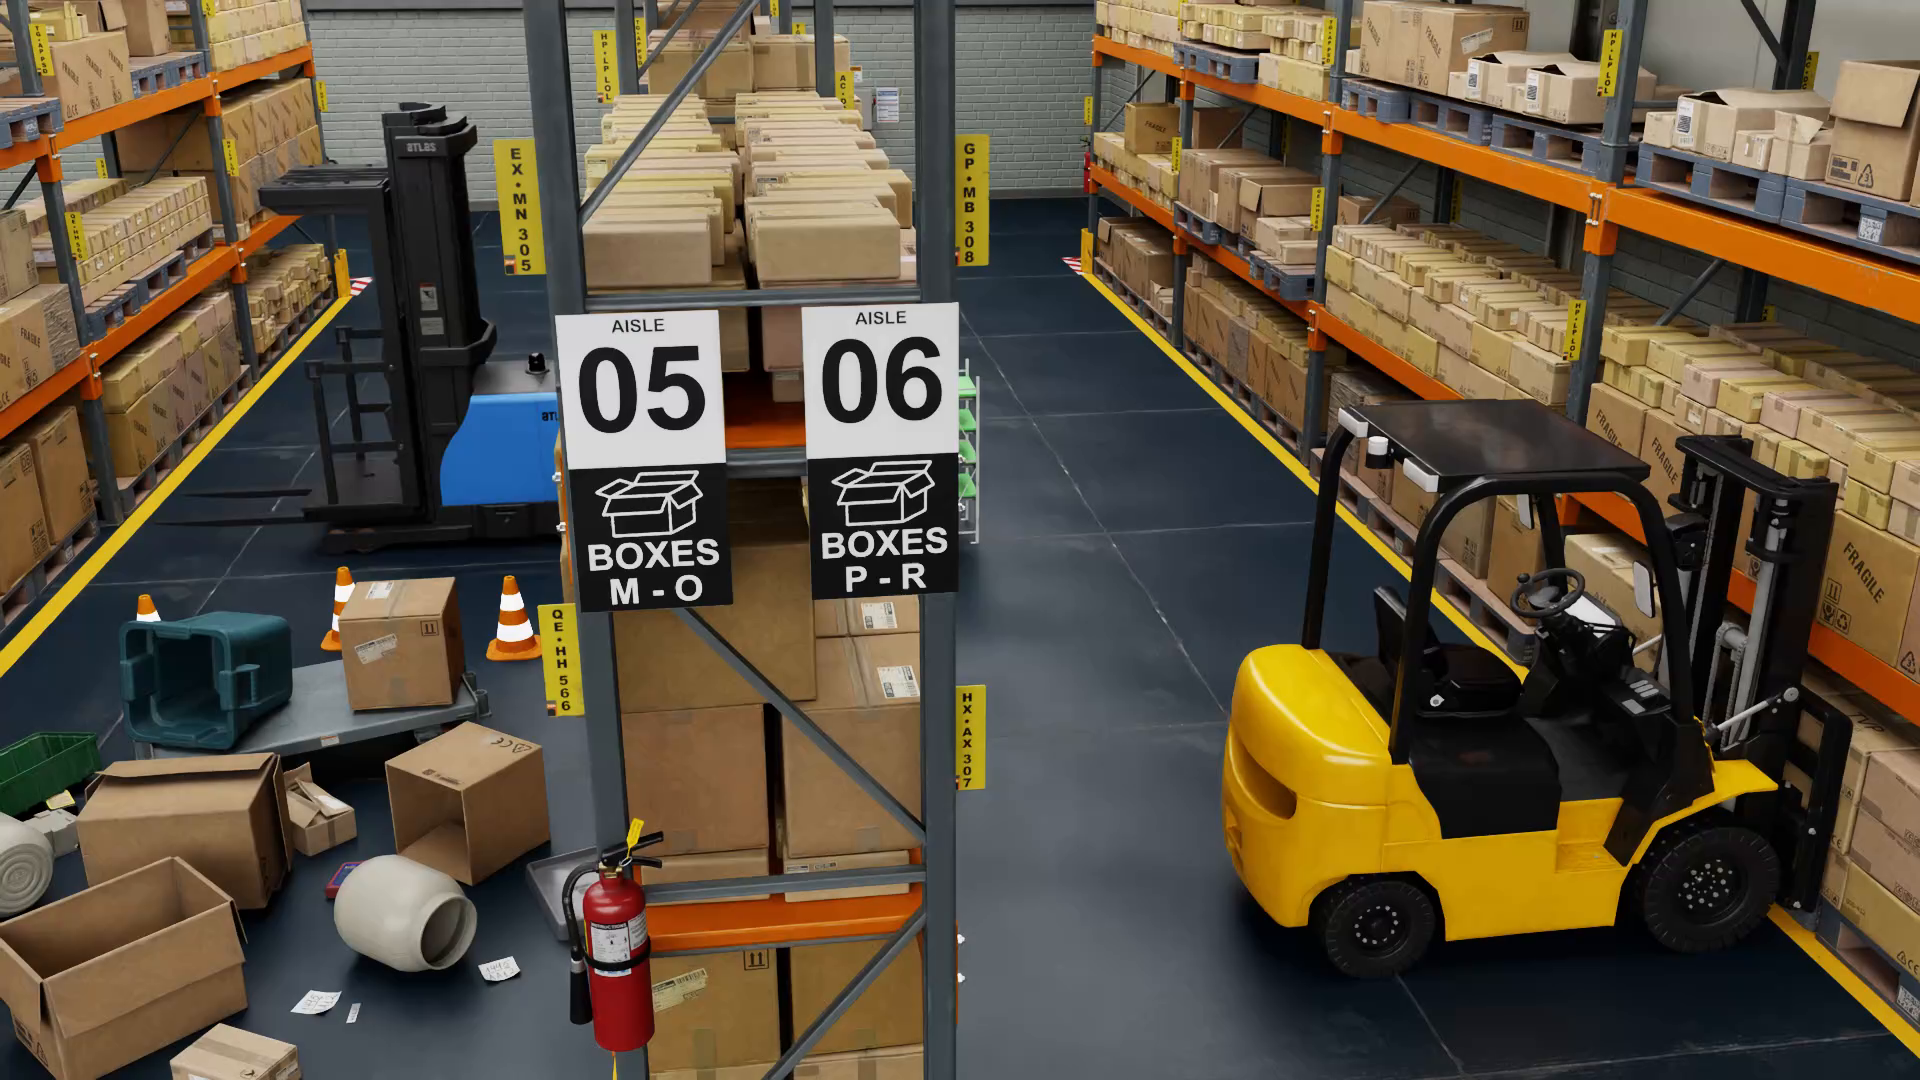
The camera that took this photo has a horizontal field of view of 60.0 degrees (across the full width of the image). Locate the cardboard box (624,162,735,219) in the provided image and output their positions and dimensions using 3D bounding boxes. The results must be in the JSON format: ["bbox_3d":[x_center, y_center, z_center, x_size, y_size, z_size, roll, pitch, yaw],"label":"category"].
[{"bbox_3d":[-0.923,-1.125,5.373,0.380,0.149,0.250,-3,21,-8],"label":"cardboard box"}]

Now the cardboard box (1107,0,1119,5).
[{"bbox_3d":[1.960,-6.164,18.720,0.500,0.250,0.500,-3,21,-8],"label":"cardboard box"}]

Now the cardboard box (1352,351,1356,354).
[{"bbox_3d":[3.465,-1.648,13.887,0.380,0.149,0.250,-2,21,-6],"label":"cardboard box"}]

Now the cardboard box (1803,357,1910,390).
[{"bbox_3d":[4.310,-0.775,8.009,0.380,0.149,0.250,-3,21,-9],"label":"cardboard box"}]

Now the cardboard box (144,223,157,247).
[{"bbox_3d":[-6.652,-2.427,13.262,0.380,0.149,0.250,-2,21,-6],"label":"cardboard box"}]

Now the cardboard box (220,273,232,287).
[{"bbox_3d":[-7.625,-2.667,17.193,0.380,0.149,0.250,-3,21,-8],"label":"cardboard box"}]

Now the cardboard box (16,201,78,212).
[{"bbox_3d":[-7.339,-2.628,13.374,0.380,0.149,0.250,-2,21,-6],"label":"cardboard box"}]

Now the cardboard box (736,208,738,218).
[{"bbox_3d":[-0.744,-1.316,7.026,0.380,0.149,0.250,-4,21,-10],"label":"cardboard box"}]

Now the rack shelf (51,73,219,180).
[{"bbox_3d":[-6.840,-3.253,12.880,1.077,0.370,4.000,-3,21,-8],"label":"rack shelf"}]

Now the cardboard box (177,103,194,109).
[{"bbox_3d":[-7.543,-3.860,15.766,0.500,0.500,0.500,-4,21,-9],"label":"cardboard box"}]

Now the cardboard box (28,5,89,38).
[{"bbox_3d":[-6.487,-3.722,11.870,0.396,0.266,0.258,-3,21,-8],"label":"cardboard box"}]

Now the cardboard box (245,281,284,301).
[{"bbox_3d":[-7.055,-2.512,16.778,0.380,0.149,0.250,-2,21,-7],"label":"cardboard box"}]

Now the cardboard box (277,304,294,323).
[{"bbox_3d":[-7.090,-2.328,17.137,0.380,0.149,0.250,-3,21,-9],"label":"cardboard box"}]

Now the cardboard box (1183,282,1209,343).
[{"bbox_3d":[2.514,-2.261,16.454,0.500,0.500,0.500,-2,21,-5],"label":"cardboard box"}]

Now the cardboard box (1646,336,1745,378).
[{"bbox_3d":[3.717,-0.923,8.406,0.380,0.149,0.250,-3,21,-7],"label":"cardboard box"}]

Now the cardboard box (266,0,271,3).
[{"bbox_3d":[-7.268,-5.562,16.964,0.380,0.149,0.250,-3,21,-9],"label":"cardboard box"}]

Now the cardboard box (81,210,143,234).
[{"bbox_3d":[-6.617,-2.475,12.964,0.380,0.149,0.250,-2,21,-6],"label":"cardboard box"}]

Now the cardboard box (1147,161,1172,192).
[{"bbox_3d":[2.265,-3.820,17.445,0.500,0.250,0.500,-3,21,-8],"label":"cardboard box"}]

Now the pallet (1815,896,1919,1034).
[{"bbox_3d":[4.245,1.785,6.636,1.003,0.211,1.213,-3,21,-8],"label":"pallet"}]

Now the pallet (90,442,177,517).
[{"bbox_3d":[-6.663,-0.457,12.637,1.003,0.211,1.213,-3,21,-8],"label":"pallet"}]

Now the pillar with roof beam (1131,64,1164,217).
[{"bbox_3d":[-1.666,-8.371,21.267,9.100,9.000,0.400,-3,21,-8],"label":"pillar with roof beam"}]

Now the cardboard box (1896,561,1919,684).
[{"bbox_3d":[4.000,0.357,6.330,0.500,0.500,0.500,-2,21,-6],"label":"cardboard box"}]

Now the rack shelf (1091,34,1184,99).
[{"bbox_3d":[2.379,-5.174,18.024,1.077,0.370,4.000,-3,21,-8],"label":"rack shelf"}]

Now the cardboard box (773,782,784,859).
[{"bbox_3d":[-0.409,0.896,5.390,0.380,0.149,0.250,-3,21,-7],"label":"cardboard box"}]

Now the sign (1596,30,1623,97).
[{"bbox_3d":[3.285,-2.408,8.400,0.100,0.325,0.005,-3,21,-8],"label":"sign"}]

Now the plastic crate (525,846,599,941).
[{"bbox_3d":[-1.676,1.560,7.424,0.402,0.080,0.583,-11,23,-26],"label":"plastic crate"}]

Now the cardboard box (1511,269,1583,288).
[{"bbox_3d":[3.808,-1.657,10.796,0.380,0.149,0.250,-3,21,-7],"label":"cardboard box"}]

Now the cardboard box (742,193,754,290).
[{"bbox_3d":[-0.485,-1.022,5.666,0.500,0.250,0.500,-2,21,-6],"label":"cardboard box"}]

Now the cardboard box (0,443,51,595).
[{"bbox_3d":[-6.423,-0.117,10.359,1.050,0.750,0.750,-3,21,-7],"label":"cardboard box"}]

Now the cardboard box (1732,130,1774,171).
[{"bbox_3d":[3.695,-1.738,7.412,0.380,0.149,0.250,-2,21,-6],"label":"cardboard box"}]

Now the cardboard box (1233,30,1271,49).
[{"bbox_3d":[2.563,-4.290,14.245,0.380,0.149,0.250,-2,21,-7],"label":"cardboard box"}]

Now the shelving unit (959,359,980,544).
[{"bbox_3d":[-0.024,-0.619,11.660,0.258,1.200,0.503,-3,21,-8],"label":"shelving unit"}]

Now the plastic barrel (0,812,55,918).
[{"bbox_3d":[-4.293,1.415,7.323,0.512,0.421,0.421,12,24,30],"label":"plastic barrel"}]

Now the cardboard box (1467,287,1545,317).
[{"bbox_3d":[3.368,-1.456,10.257,0.380,0.149,0.250,-3,21,-9],"label":"cardboard box"}]

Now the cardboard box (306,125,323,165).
[{"bbox_3d":[-7.385,-4.306,18.390,0.500,0.500,0.500,-2,21,-7],"label":"cardboard box"}]

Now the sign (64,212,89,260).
[{"bbox_3d":[-6.003,-2.064,11.300,0.100,0.325,0.005,-3,21,-8],"label":"sign"}]

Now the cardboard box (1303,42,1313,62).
[{"bbox_3d":[2.924,-3.844,13.079,0.380,0.149,0.250,-2,21,-7],"label":"cardboard box"}]

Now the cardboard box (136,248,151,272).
[{"bbox_3d":[-6.609,-2.196,13.066,0.380,0.149,0.250,-3,21,-7],"label":"cardboard box"}]

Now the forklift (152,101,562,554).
[{"bbox_3d":[-4.088,-1.471,11.466,3.031,2.935,1.130,-3,21,-8],"label":"forklift"}]

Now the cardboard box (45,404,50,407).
[{"bbox_3d":[-6.910,-1.093,12.256,0.500,0.250,0.500,-3,21,-9],"label":"cardboard box"}]

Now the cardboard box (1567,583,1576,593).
[{"bbox_3d":[3.584,0.396,8.983,0.500,0.250,0.500,-3,21,-8],"label":"cardboard box"}]

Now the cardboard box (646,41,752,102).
[{"bbox_3d":[-1.301,-2.352,8.340,0.500,0.250,0.500,-2,21,-7],"label":"cardboard box"}]

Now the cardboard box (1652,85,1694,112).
[{"bbox_3d":[3.892,-2.479,9.394,0.380,0.149,0.250,-3,21,-8],"label":"cardboard box"}]

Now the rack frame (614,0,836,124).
[{"bbox_3d":[-1.091,-3.203,7.429,1.000,3.000,0.127,-3,21,-8],"label":"rack frame"}]

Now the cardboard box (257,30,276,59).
[{"bbox_3d":[-7.142,-4.921,16.533,0.500,0.250,0.500,-2,21,-5],"label":"cardboard box"}]

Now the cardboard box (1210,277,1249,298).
[{"bbox_3d":[2.620,-2.425,15.968,0.380,0.149,0.250,-4,21,-11],"label":"cardboard box"}]

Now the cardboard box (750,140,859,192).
[{"bbox_3d":[-0.552,-1.330,5.923,0.380,0.149,0.250,-2,21,-7],"label":"cardboard box"}]

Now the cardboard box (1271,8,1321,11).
[{"bbox_3d":[2.970,-4.629,14.727,0.380,0.149,0.250,-4,21,-9],"label":"cardboard box"}]

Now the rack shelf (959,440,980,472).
[{"bbox_3d":[-0.024,-0.560,11.682,0.258,0.148,0.480,-3,21,-8],"label":"rack shelf"}]

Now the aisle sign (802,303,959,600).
[{"bbox_3d":[-0.199,-0.219,4.301,0.394,0.787,0.004,-3,21,-8],"label":"aisle sign"}]

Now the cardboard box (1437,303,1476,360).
[{"bbox_3d":[3.347,-1.320,10.463,0.500,0.250,0.500,-3,21,-7],"label":"cardboard box"}]

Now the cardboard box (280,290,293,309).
[{"bbox_3d":[-7.086,-2.466,17.080,0.380,0.149,0.250,-3,21,-8],"label":"cardboard box"}]

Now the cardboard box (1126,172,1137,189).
[{"bbox_3d":[2.061,-4.015,18.537,0.380,0.149,0.250,-2,21,-7],"label":"cardboard box"}]

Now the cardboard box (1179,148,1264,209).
[{"bbox_3d":[2.515,-3.478,15.999,0.700,0.500,0.500,-2,21,-6],"label":"cardboard box"}]

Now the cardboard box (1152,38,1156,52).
[{"bbox_3d":[2.220,-5.168,17.339,0.380,0.149,0.250,-2,21,-6],"label":"cardboard box"}]
